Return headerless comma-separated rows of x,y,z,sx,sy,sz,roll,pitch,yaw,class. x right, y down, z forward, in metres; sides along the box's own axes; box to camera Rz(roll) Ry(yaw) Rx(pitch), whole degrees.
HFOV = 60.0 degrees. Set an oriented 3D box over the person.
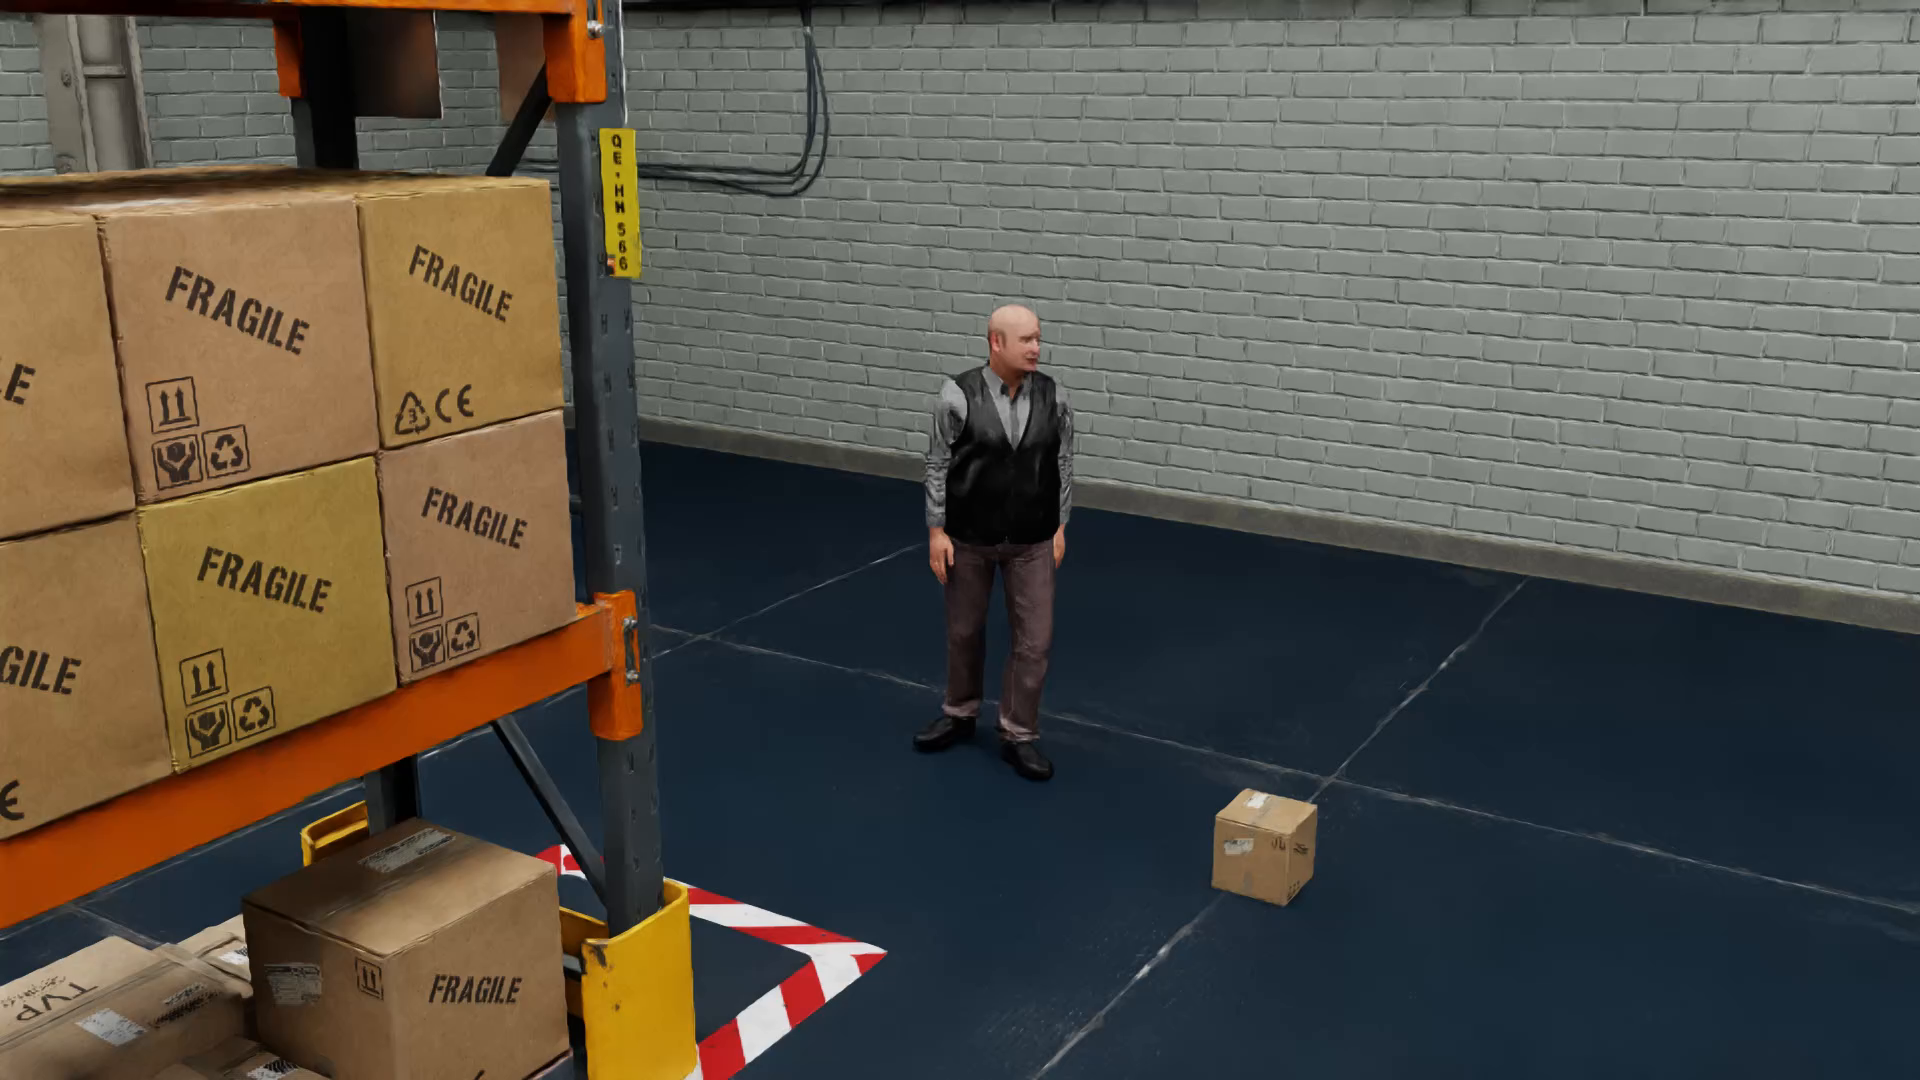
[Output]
0.129,-0.002,6.084,0.598,1.722,0.529,-3,16,-9,person
